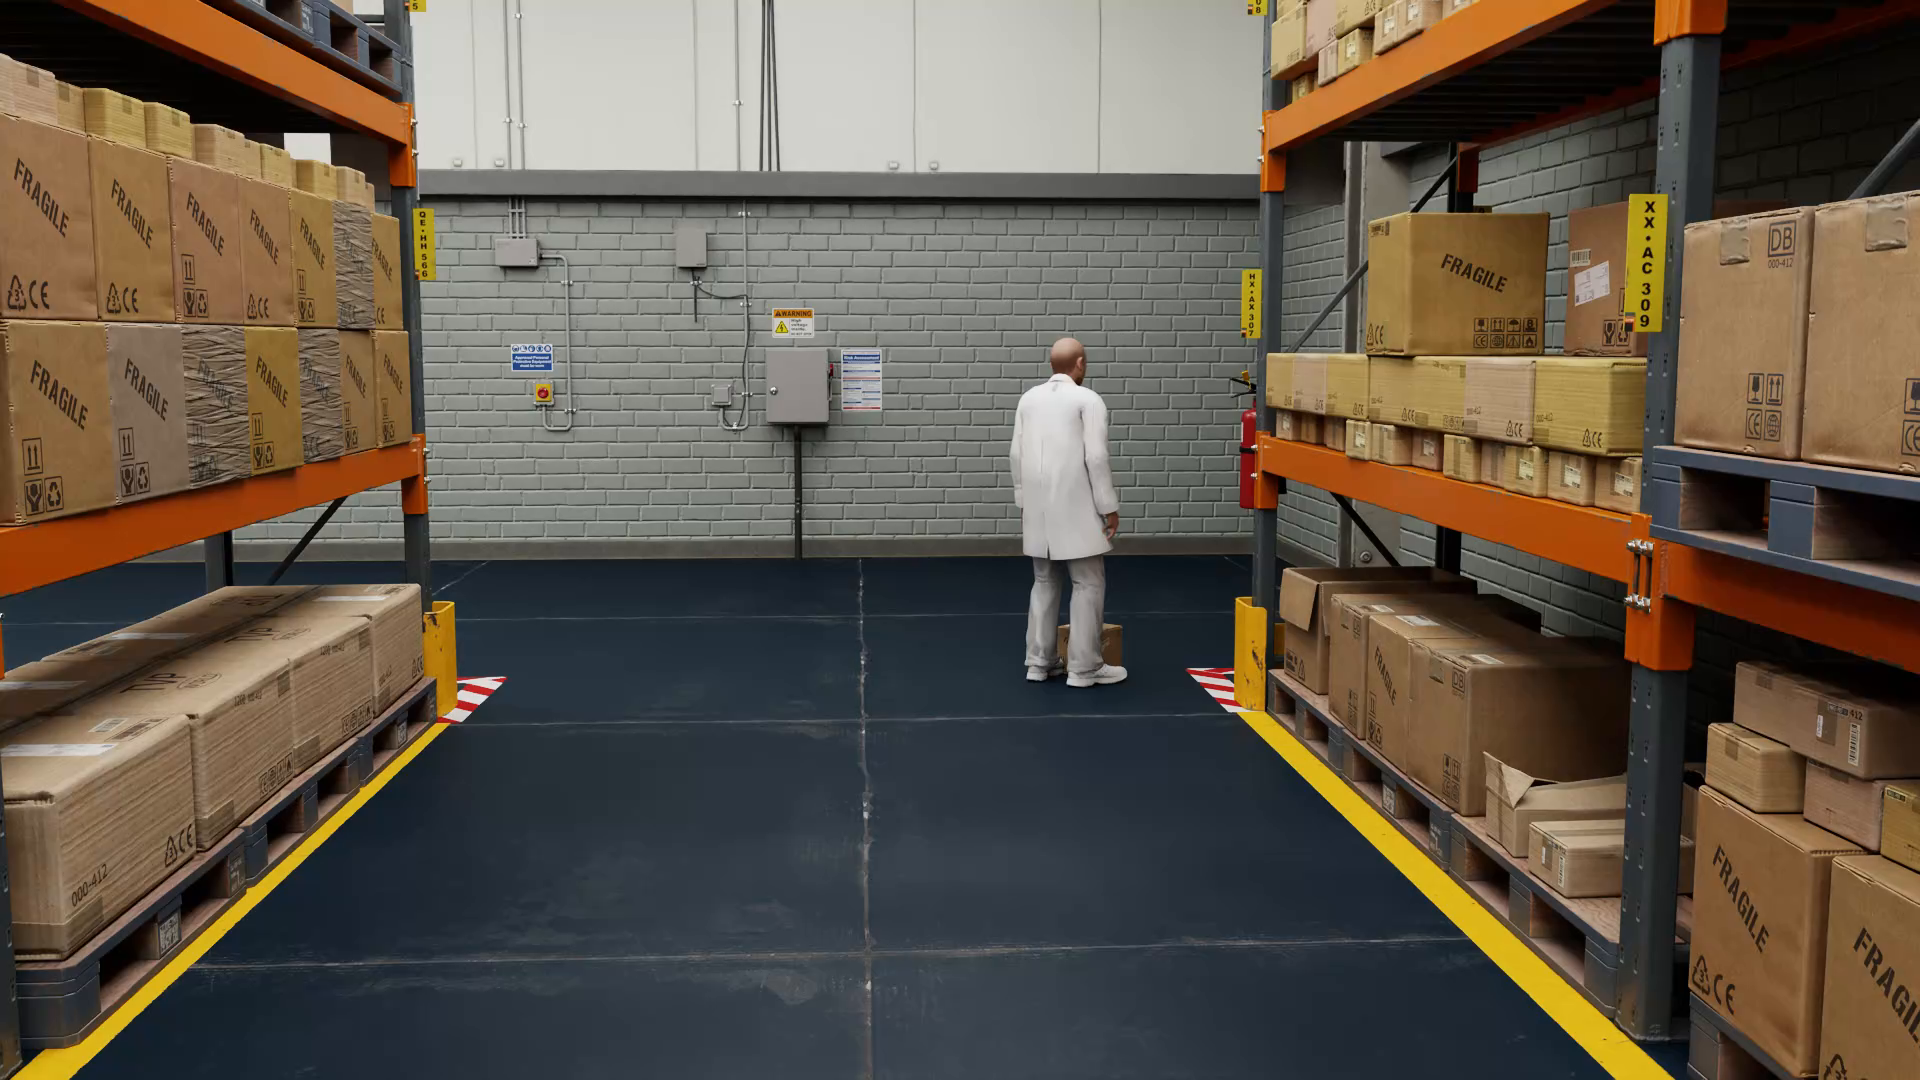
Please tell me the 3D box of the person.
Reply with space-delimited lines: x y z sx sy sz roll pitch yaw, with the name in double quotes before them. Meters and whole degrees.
"person" 0.541 -0.152 8.589 0.642 1.774 0.421 6 9 40
